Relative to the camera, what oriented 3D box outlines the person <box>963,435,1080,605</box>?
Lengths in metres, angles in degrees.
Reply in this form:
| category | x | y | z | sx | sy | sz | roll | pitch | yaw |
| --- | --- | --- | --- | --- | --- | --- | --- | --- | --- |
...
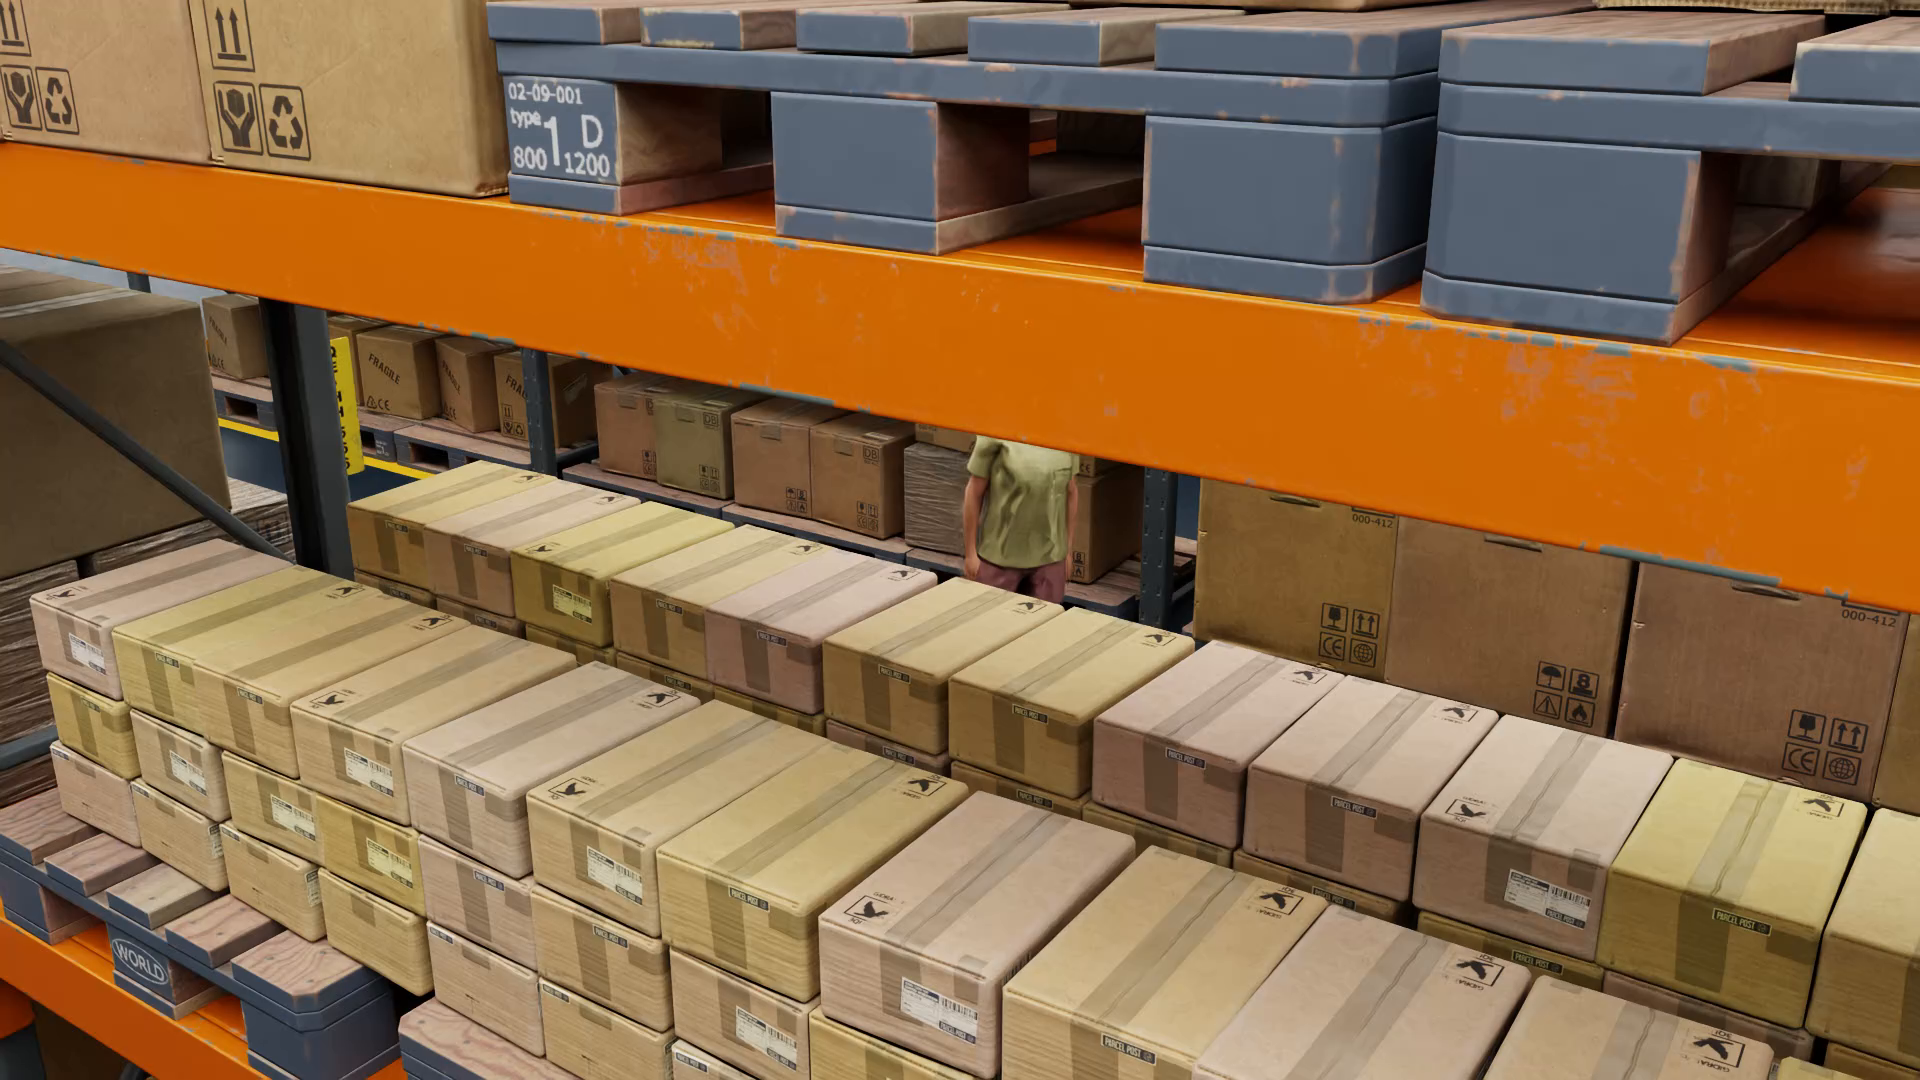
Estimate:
| category | x | y | z | sx | sy | sz | roll | pitch | yaw |
| --- | --- | --- | --- | --- | --- | --- | --- | --- | --- |
| person | 0.201 | 0.048 | 6.437 | 0.504 | 1.669 | 0.581 | -7 | 21 | -18 |
